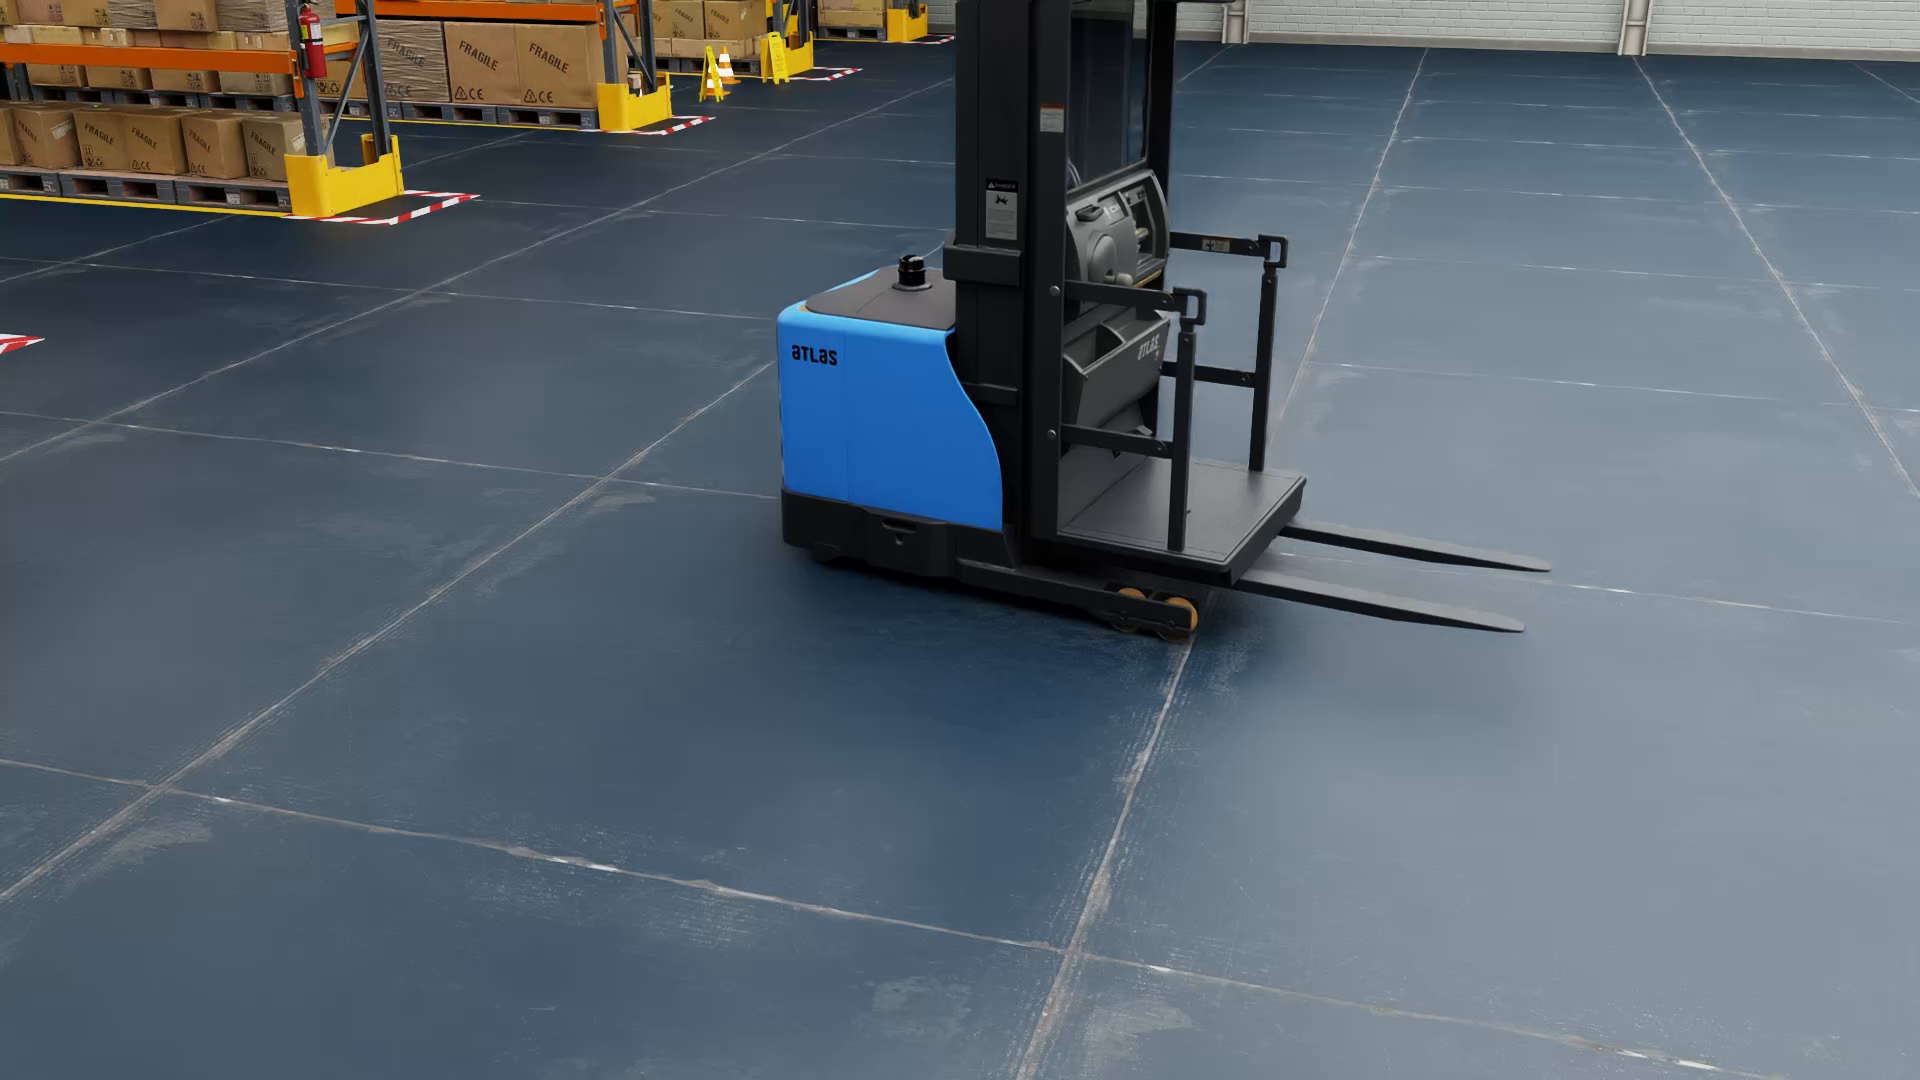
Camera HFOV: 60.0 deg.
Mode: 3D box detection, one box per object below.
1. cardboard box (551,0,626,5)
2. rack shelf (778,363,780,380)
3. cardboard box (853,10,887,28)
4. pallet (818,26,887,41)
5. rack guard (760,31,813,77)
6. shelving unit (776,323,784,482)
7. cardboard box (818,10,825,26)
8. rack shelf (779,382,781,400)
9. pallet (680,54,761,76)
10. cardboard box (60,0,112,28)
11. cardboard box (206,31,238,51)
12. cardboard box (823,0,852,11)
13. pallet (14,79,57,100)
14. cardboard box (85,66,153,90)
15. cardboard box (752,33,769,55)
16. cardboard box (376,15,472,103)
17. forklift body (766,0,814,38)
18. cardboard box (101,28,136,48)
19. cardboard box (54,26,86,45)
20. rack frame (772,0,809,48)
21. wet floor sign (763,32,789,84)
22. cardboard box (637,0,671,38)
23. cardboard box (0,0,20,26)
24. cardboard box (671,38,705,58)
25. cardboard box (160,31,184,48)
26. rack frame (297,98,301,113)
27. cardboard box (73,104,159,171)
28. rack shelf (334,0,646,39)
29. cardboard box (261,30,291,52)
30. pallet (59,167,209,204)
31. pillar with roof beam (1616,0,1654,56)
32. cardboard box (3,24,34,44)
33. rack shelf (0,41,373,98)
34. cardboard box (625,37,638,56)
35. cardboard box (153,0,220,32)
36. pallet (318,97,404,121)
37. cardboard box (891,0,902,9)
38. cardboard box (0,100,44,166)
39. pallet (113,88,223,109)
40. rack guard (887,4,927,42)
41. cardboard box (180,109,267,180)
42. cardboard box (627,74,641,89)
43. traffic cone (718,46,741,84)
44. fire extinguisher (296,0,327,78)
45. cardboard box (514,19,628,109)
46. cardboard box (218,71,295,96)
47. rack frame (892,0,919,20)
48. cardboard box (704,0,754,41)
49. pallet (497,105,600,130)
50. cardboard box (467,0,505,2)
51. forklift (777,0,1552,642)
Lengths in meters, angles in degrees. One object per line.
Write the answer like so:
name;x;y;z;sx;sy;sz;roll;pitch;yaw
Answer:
cardboard box;-4.021;-6.162;18.141;0.550;0.550;0.875;7;23;16
rack shelf;-0.647;-0.761;7.315;0.200;0.077;0.258;11;25;25
cardboard box;-1.430;-8.540;27.207;0.500;0.250;0.500;7;23;16
pallet;-1.633;-8.460;27.616;1.213;0.211;1.003;7;23;16
rack guard;-2.392;-6.729;23.017;0.348;0.500;1.175;7;23;16
shelving unit;-0.647;-0.542;7.405;0.210;0.900;0.258;11;25;25
cardboard box;-2.380;-8.656;27.490;0.500;0.250;0.500;7;23;16
rack shelf;-0.647;-0.677;7.349;0.200;0.077;0.258;11;25;25
pallet;-3.160;-6.698;23.320;1.213;0.211;1.003;7;23;16
cardboard box;-7.156;-4.672;14.183;0.500;0.500;0.875;7;23;16
cardboard box;-6.008;-4.153;13.774;0.250;0.149;0.380;7;23;16
cardboard box;-1.923;-8.833;27.263;0.500;0.250;0.500;6;23;15
pallet;-12.059;-5.741;20.988;1.213;0.211;1.003;7;23;16
cardboard box;-9.917;-5.904;20.123;0.750;0.750;1.050;7;23;16
cardboard box;-3.012;-6.989;23.425;0.500;0.250;0.500;6;23;15
cardboard box;-6.036;-5.526;19.035;0.875;0.875;0.875;7;23;16
forklift body;-3.232;-8.834;25.971;1.214;2.155;2.313;7;23;16
cardboard box;-6.981;-4.243;13.993;0.250;0.149;0.380;7;23;16
cardboard box;-7.453;-4.307;14.148;0.250;0.149;0.380;7;23;16
rack frame;-2.319;-7.877;22.522;0.127;3.000;1.000;7;23;16
wet floor sign;-2.447;-6.379;21.970;0.232;0.644;0.267;16;27;34
cardboard box;-4.144;-7.254;23.082;0.500;0.500;0.500;6;23;14
cardboard box;-8.130;-4.760;14.398;0.500;0.500;0.875;7;23;16
cardboard box;-3.665;-6.850;23.087;0.500;0.250;0.500;7;23;16
cardboard box;-6.470;-4.229;13.958;0.250;0.149;0.380;7;23;16
rack frame;-7.482;-6.506;19.179;0.127;3.000;1.000;7;23;16
cardboard box;-7.473;-3.595;14.823;0.500;0.500;0.500;4;23;11
rack shelf;-5.567;-5.954;18.781;4.000;0.370;1.077;7;23;16
cardboard box;-5.515;-4.117;13.685;0.250;0.149;0.380;7;23;16
pallet;-7.187;-3.231;14.870;1.213;0.211;1.003;7;23;16
pillar with roof beam;8.949;-9.981;19.745;0.400;9.000;9.100;7;23;16
cardboard box;-7.940;-4.351;14.255;0.250;0.149;0.380;7;23;16
rack shelf;-7.097;-4.163;14.415;4.000;0.370;1.077;7;23;16
cardboard box;-4.639;-6.964;23.364;0.500;0.250;0.500;6;23;15
cardboard box;-6.214;-4.542;13.867;0.500;0.500;0.875;7;23;16
pallet;-6.777;-5.105;19.436;1.213;0.211;1.003;7;23;15
cardboard box;-1.279;-8.962;27.576;0.500;0.250;0.500;7;23;16
cardboard box;-8.640;-3.695;15.065;0.500;0.500;0.500;6;23;14
pallet;-9.414;-5.407;20.172;1.213;0.211;1.003;7;23;16
rack guard;-0.866;-8.522;27.387;0.348;0.500;1.175;7;23;16
cardboard box;-6.357;-3.442;14.450;0.500;0.500;0.500;13;26;29
cardboard box;-4.157;-5.968;21.624;0.380;0.149;0.250;-20;29;-39
traffic cone;-3.104;-6.282;21.976;0.334;0.463;0.336;7;23;16
fire extinguisher;-5.206;-4.061;13.320;0.183;0.674;0.296;7;23;16
cardboard box;-4.321;-5.330;18.557;0.875;0.875;0.875;7;23;16
cardboard box;-8.102;-5.695;19.613;0.750;0.750;1.050;6;23;15
rack frame;-0.889;-9.681;26.919;0.127;3.000;1.000;7;23;16
cardboard box;-3.162;-7.140;22.805;0.500;0.500;0.500;7;23;16
pallet;-4.441;-4.837;18.784;1.213;0.211;1.003;7;23;15
cardboard box;-5.054;-6.321;18.530;0.550;0.550;0.875;7;23;16
forklift;0.795;-1.198;6.329;3.031;2.935;1.130;11;25;25
